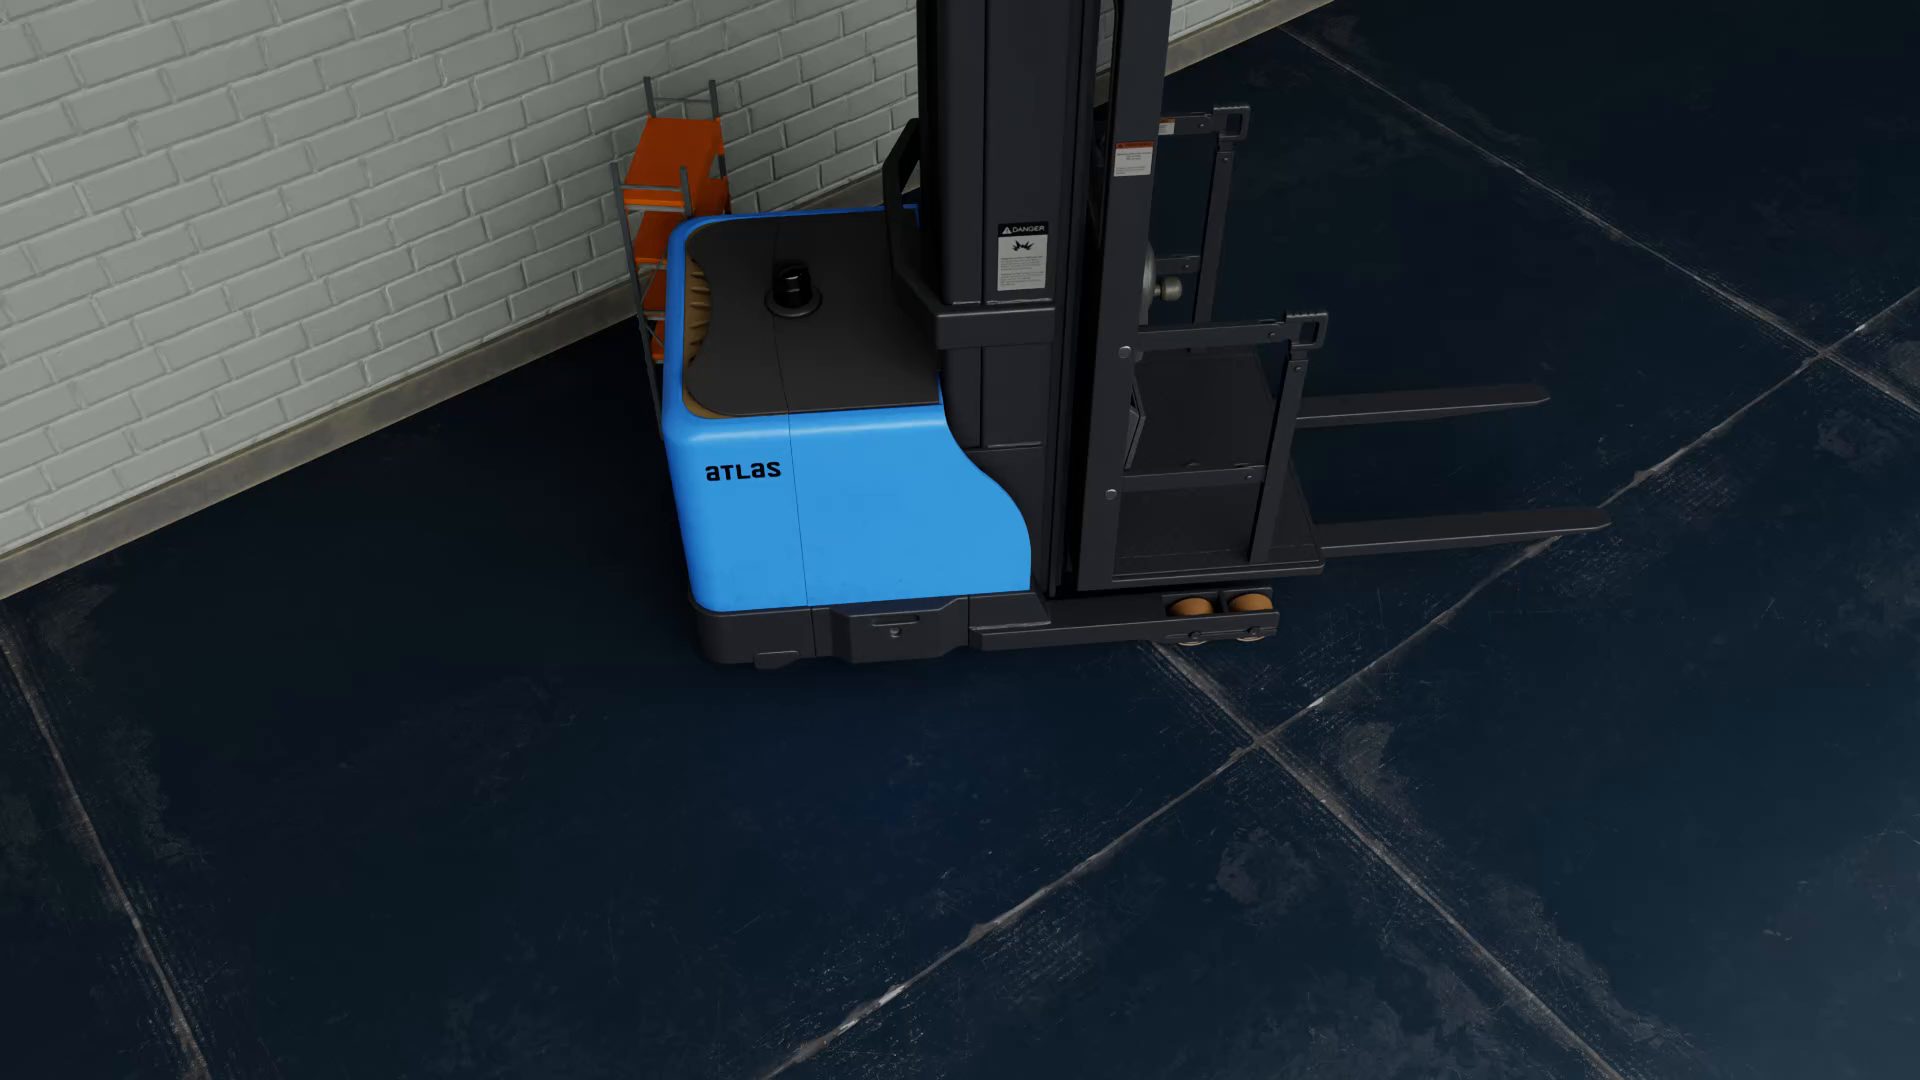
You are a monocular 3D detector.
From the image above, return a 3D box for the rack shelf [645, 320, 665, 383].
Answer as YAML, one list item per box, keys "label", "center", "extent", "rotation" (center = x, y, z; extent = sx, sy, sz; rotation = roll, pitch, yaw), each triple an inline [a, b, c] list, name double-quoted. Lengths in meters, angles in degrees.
- label: "rack shelf"
  center: [-0.953, -0.767, 5.994]
  extent: [0.258, 0.148, 0.480]
  rotation: [4, 48, 3]

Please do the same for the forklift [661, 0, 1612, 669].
- label: "forklift"
  center: [0.620, -1.028, 4.704]
  extent: [3.031, 2.935, 1.130]
  rotation: [-4, 48, -4]

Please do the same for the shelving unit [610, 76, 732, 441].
- label: "shelving unit"
  center: [-0.953, -0.945, 5.797]
  extent: [0.258, 1.200, 0.503]
  rotation: [4, 48, 3]

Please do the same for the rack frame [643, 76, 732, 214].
- label: "rack frame"
  center: [-0.932, -1.125, 5.960]
  extent: [0.240, 1.200, 0.015]
  rotation: [4, 48, 3]

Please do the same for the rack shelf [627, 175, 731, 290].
- label: "rack shelf"
  center: [-0.953, -1.050, 5.681]
  extent: [0.258, 0.148, 0.480]
  rotation: [4, 48, 3]

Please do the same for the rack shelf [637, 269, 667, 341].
- label: "rack shelf"
  center: [-0.953, -0.900, 5.847]
  extent: [0.258, 0.148, 0.480]
  rotation: [4, 48, 3]

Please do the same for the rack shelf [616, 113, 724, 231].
- label: "rack shelf"
  center: [-0.953, -1.209, 5.506]
  extent: [0.258, 0.148, 0.480]
  rotation: [4, 48, 3]

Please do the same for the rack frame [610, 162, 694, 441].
- label: "rack frame"
  center: [-0.974, -0.765, 5.634]
  extent: [0.240, 1.200, 0.015]
  rotation: [4, 48, 3]
